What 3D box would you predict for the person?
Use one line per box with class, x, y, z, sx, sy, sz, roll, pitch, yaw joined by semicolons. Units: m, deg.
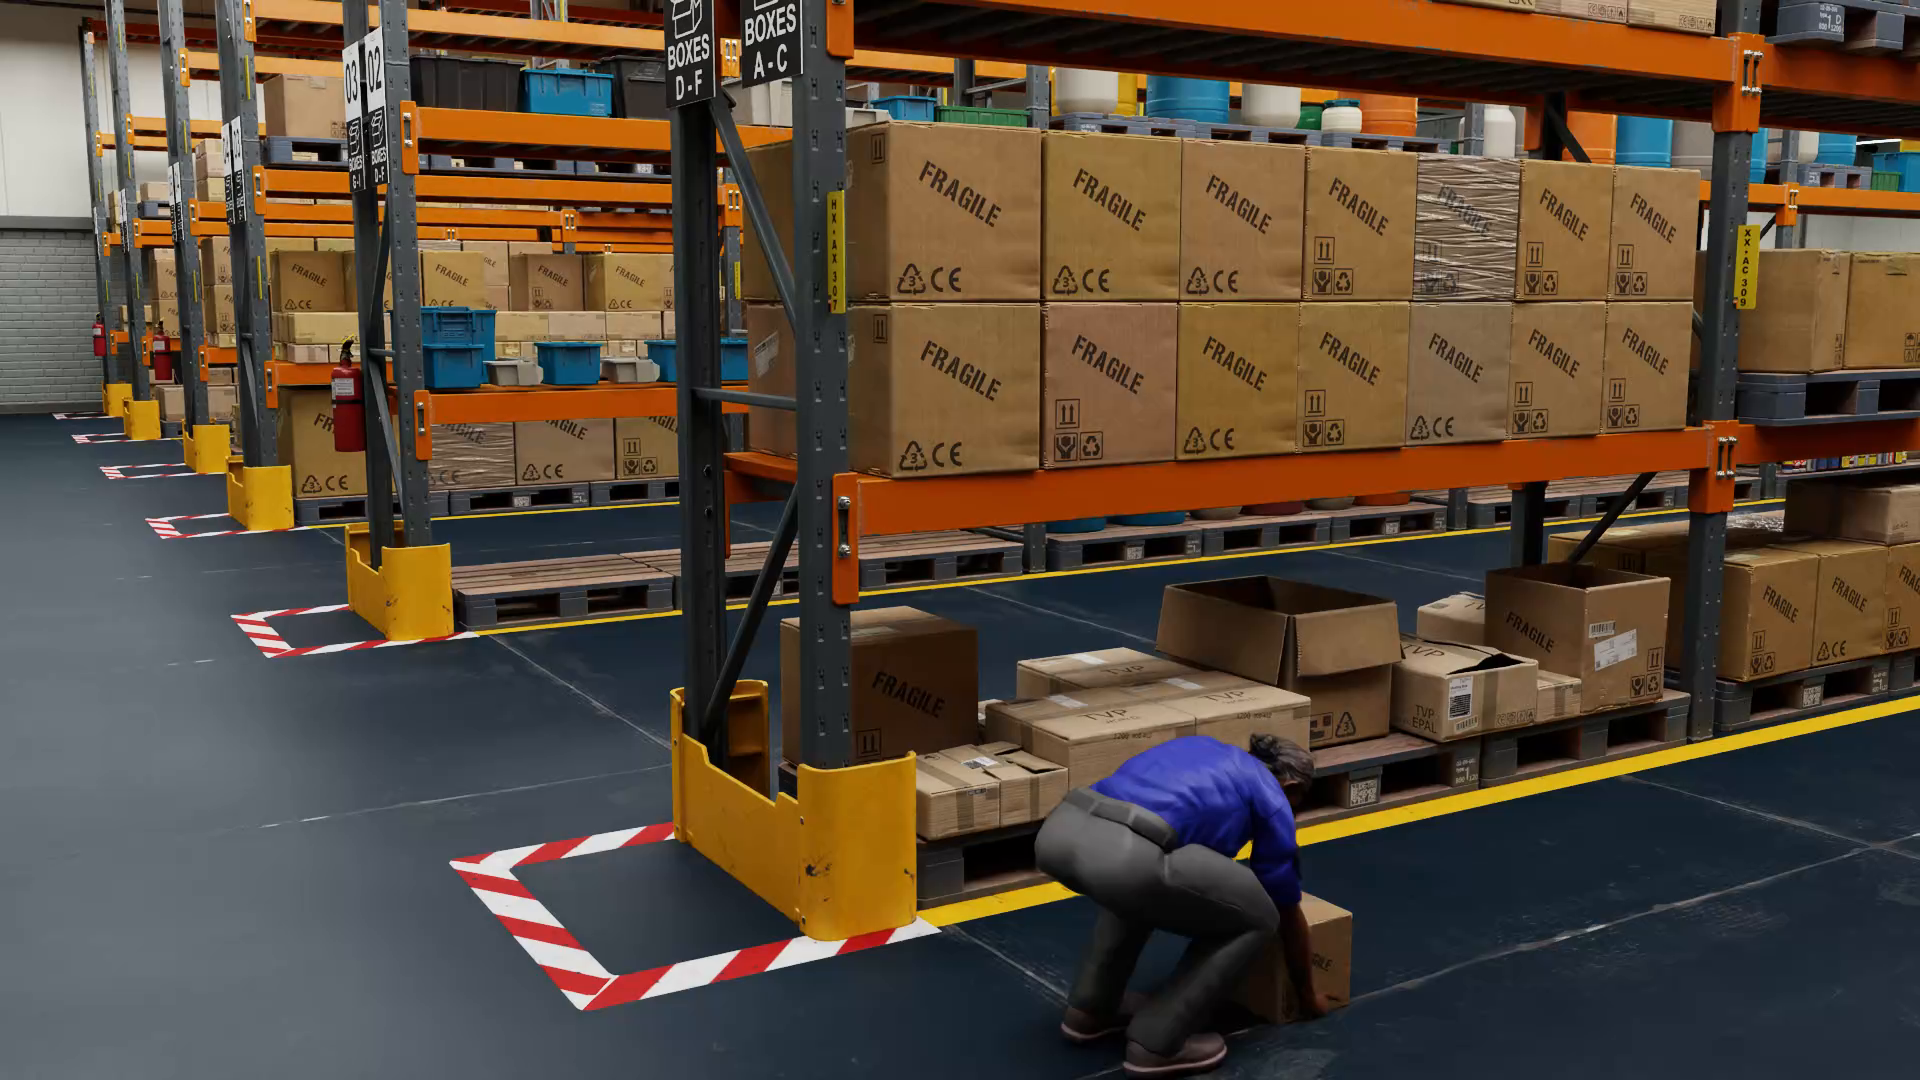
person;0.571;0.878;4.107;0.871;0.769;0.461;-6;10;-37
